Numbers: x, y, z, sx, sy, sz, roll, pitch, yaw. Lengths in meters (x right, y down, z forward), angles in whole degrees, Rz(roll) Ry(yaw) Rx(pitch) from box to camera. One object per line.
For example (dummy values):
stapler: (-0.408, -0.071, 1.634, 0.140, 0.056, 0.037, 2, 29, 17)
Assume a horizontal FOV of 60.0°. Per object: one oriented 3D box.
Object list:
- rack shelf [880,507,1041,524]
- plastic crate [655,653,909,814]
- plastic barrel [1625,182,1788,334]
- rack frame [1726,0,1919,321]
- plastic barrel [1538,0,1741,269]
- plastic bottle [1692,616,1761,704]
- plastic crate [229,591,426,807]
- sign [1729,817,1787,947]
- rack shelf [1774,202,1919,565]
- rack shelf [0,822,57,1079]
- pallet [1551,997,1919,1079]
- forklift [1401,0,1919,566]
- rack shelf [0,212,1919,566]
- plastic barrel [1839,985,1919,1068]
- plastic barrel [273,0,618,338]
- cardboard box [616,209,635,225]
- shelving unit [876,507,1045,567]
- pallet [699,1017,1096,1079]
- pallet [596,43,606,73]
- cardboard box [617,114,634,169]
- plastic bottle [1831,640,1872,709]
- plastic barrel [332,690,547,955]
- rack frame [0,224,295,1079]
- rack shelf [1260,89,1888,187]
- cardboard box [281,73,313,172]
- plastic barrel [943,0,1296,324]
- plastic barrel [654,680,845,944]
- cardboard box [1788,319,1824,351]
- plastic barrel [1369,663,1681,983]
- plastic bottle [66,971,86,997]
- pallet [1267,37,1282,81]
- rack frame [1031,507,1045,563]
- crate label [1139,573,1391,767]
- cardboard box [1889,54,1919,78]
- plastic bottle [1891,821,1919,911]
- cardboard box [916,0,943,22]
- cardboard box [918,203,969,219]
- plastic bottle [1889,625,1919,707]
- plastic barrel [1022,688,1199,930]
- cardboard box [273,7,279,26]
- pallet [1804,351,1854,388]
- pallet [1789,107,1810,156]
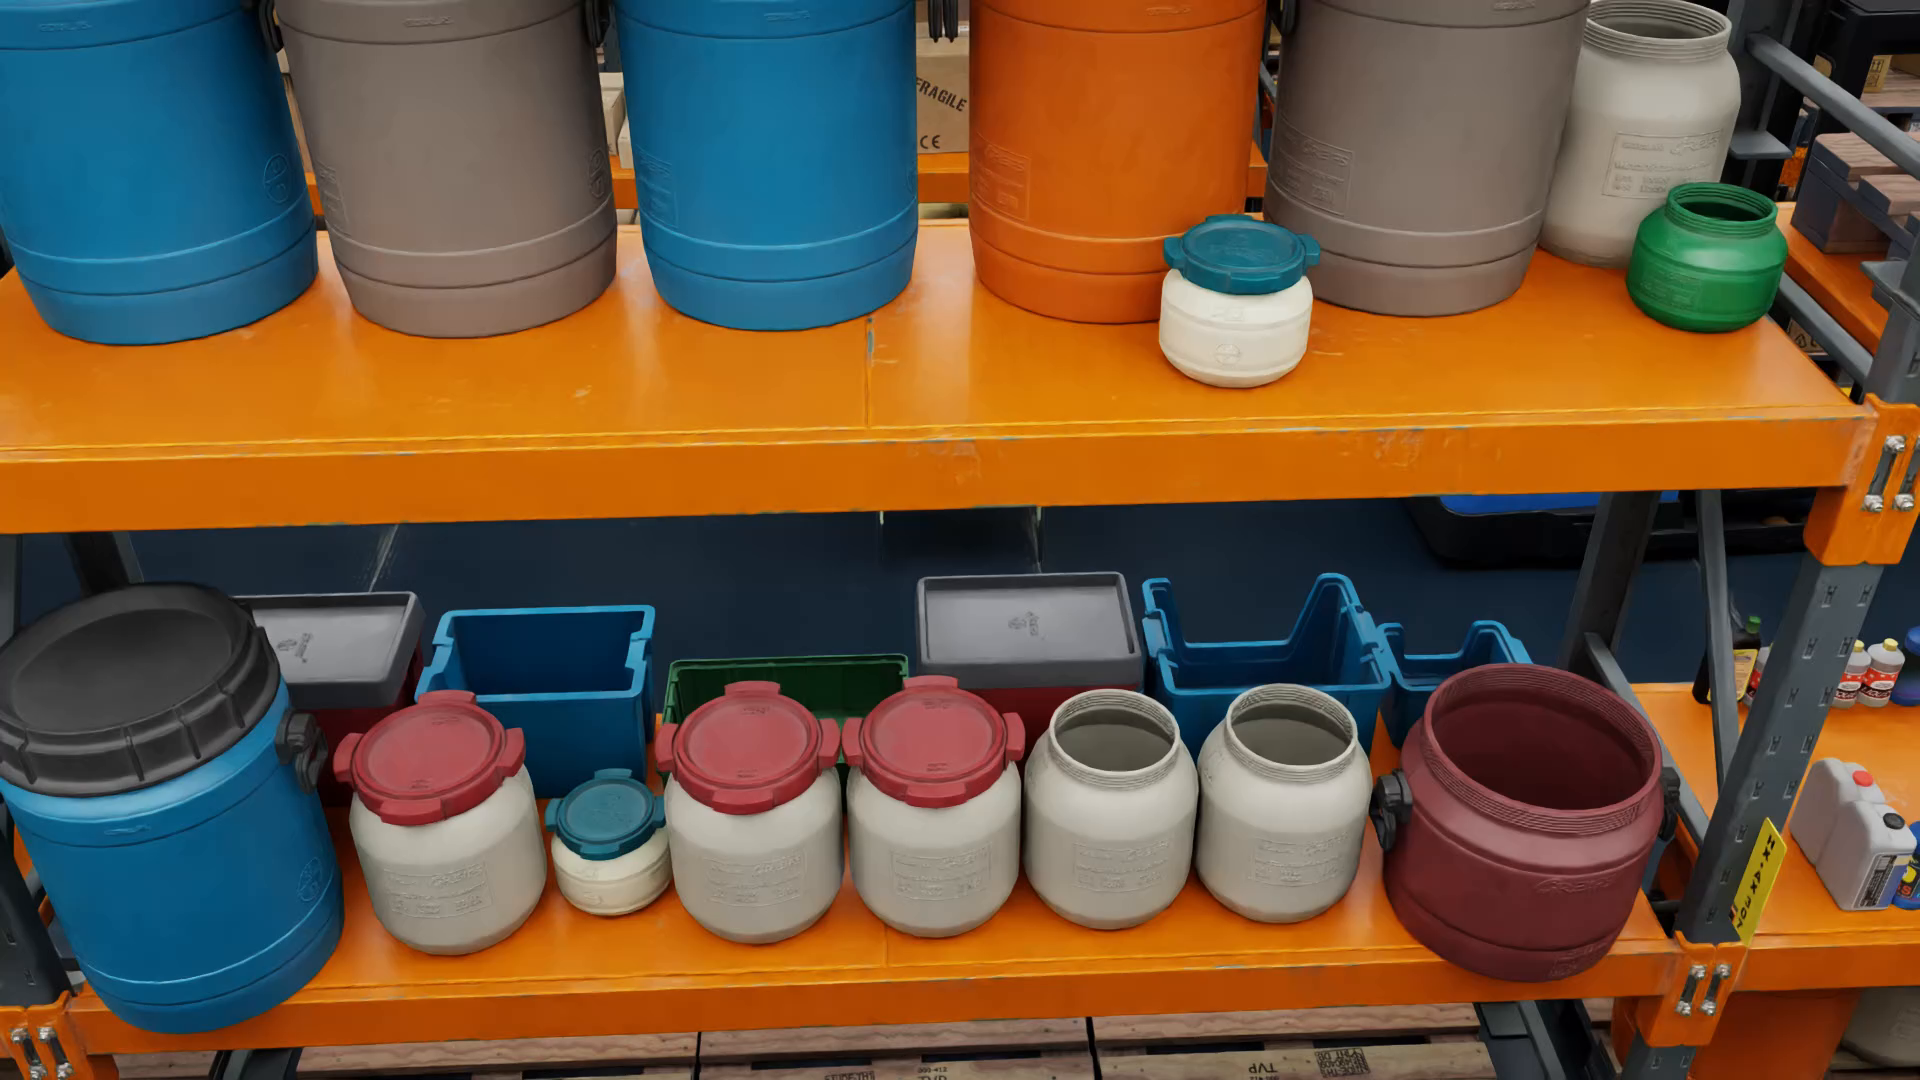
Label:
rack shelf: (-0.007, -0.348, 7.508, 0.720, 0.370, 0.431, -2, 35, -2)
plastic crate: (-0.467, 0.532, 4.531, 0.662, 0.188, 0.450, -2, 35, -2)
plastic barrel: (1.558, -0.589, 3.466, 0.294, 0.245, 0.294, 0, 35, 0)
rack frame: (1.802, -1.922, 2.620, 0.127, 3.000, 1.000, -2, 35, -2)
plastic barrel: (1.477, -0.901, 3.681, 0.421, 0.512, 0.421, 0, 35, 0)
plastic bottle: (2.186, 0.339, 4.726, 0.133, 0.283, 0.061, -2, 35, -2)
plastic crate: (-1.724, 0.439, 4.423, 0.583, 0.464, 0.402, -2, 35, -2)
sign: (1.835, 0.790, 3.829, 0.005, 0.325, 0.100, -2, 35, -2)
rack shelf: (3.800, -0.447, 3.756, 4.000, 0.370, 1.077, -2, 35, -2)
rack shelf: (-4.191, 1.002, 4.298, 4.000, 0.370, 1.077, -2, 35, -2)
pallet: (2.588, 1.646, 5.186, 1.213, 0.211, 1.003, -2, 35, -2)
forklift: (3.606, -1.446, 7.263, 3.031, 2.935, 1.130, -4, 35, -5)
rack shelf: (-0.196, -0.339, 3.600, 4.000, 0.370, 1.077, -2, 35, -2)
plastic barrel: (2.850, 1.306, 5.044, 0.421, 0.512, 0.421, 0, 35, 0)
plastic barrel: (-1.042, -0.942, 3.399, 0.600, 0.901, 0.600, 0, 35, 0)
cardboard box: (-2.033, -1.610, 8.995, 0.500, 0.311, 0.500, -2, 35, -2)
shelving unit: (-0.007, -0.617, 7.323, 0.755, 1.500, 0.431, -2, 35, -2)
pallet: (-0.189, 1.721, 5.077, 1.213, 0.211, 1.003, -2, 35, -2)
pallet: (-3.332, -3.794, 13.047, 1.213, 0.211, 1.003, -2, 35, -2)
cardboard box: (-1.529, -1.968, 8.178, 0.250, 0.149, 0.380, -2, 35, -2)
plastic bottle: (2.533, 0.374, 4.748, 0.097, 0.201, 0.097, 0, 35, 0)
plastic barrel: (-1.227, 0.695, 3.990, 0.433, 0.535, 0.433, 0, 35, 0)
rack frame: (-2.193, 0.652, 4.171, 0.127, 3.000, 1.000, -2, 35, -2)
rack shelf: (3.569, -2.029, 8.678, 4.000, 0.370, 1.077, -2, 35, -2)
cardboard box: (-3.394, -2.171, 8.163, 0.500, 0.500, 0.700, -2, 35, -3)
plastic barrel: (0.318, -0.949, 3.472, 0.708, 0.830, 0.600, -2, 35, -2)
plastic barrel: (-0.495, 0.676, 4.018, 0.433, 0.535, 0.433, 0, 35, 0)
cardboard box: (4.593, -1.347, 8.871, 0.500, 0.500, 0.500, -1, 35, -2)
plastic barrel: (1.353, 0.673, 4.022, 0.708, 0.536, 0.600, -2, 35, -2)
plastic bottle: (-2.736, 1.387, 5.182, 0.097, 0.201, 0.097, 0, 35, 0)
pallet: (2.124, -3.919, 13.227, 1.213, 0.211, 1.003, -2, 35, -2)
rack frame: (0.359, -0.626, 7.337, 0.023, 1.500, 0.400, -2, 35, -2)
crate label: (0.797, 0.403, 4.501, 0.616, 0.435, 0.502, -2, 35, -2)
cardboard box: (5.083, -2.707, 8.569, 0.500, 0.500, 0.700, -13, 37, -18)
plastic bottle: (2.367, 0.782, 4.097, 0.097, 0.271, 0.097, 0, 35, 0)
cardboard box: (-0.399, -4.214, 13.013, 0.500, 0.500, 0.700, -2, 35, -2)
cardboard box: (0.000, -1.665, 9.075, 0.500, 0.311, 0.500, -2, 35, -4)
plastic bottle: (2.727, 0.340, 4.736, 0.097, 0.271, 0.097, 0, 35, 0)
plastic barrel: (0.364, 0.659, 4.063, 0.421, 0.512, 0.421, 0, 35, 0)
cardboard box: (-3.372, -2.708, 7.799, 0.500, 0.500, 0.700, -2, 35, -2)
pallet: (4.756, -1.189, 9.282, 1.213, 0.211, 1.003, -2, 35, -2)
pallet: (3.514, -2.247, 8.530, 1.213, 0.211, 1.003, -2, 35, -2)
